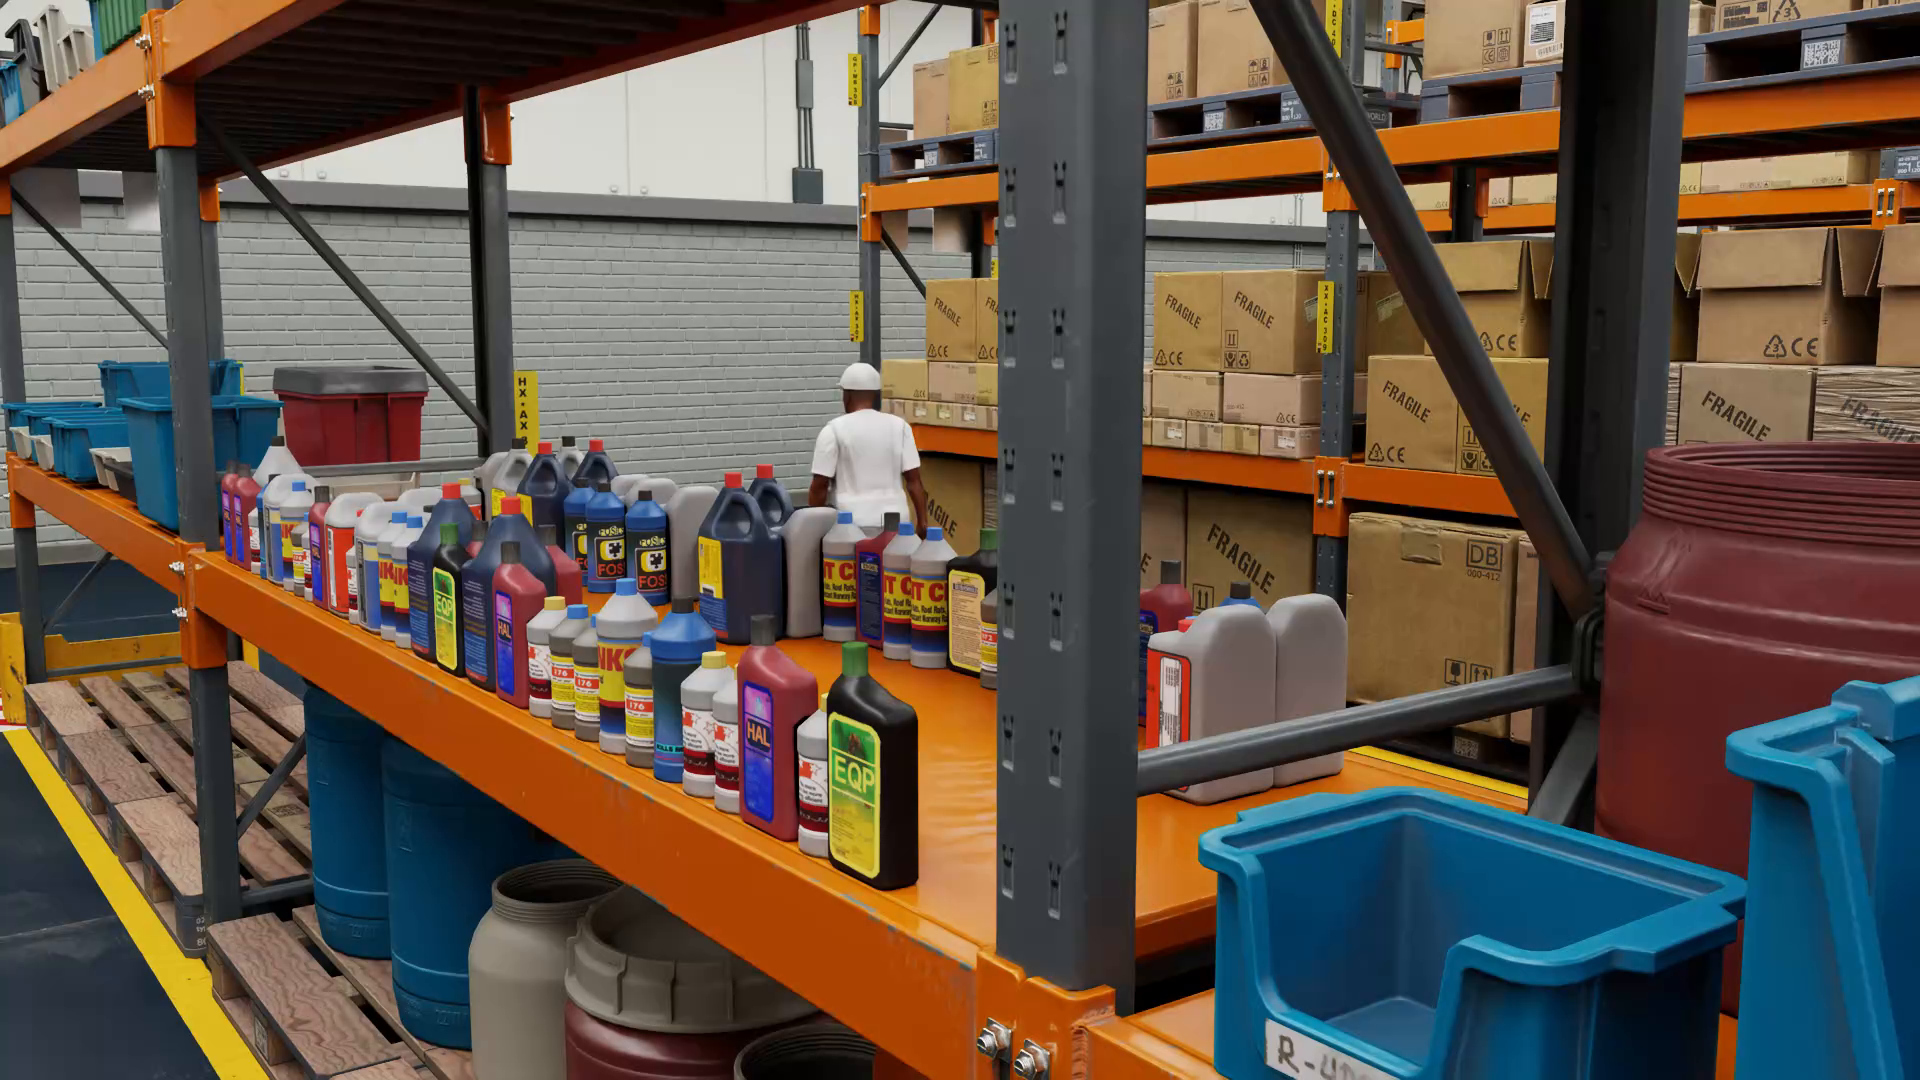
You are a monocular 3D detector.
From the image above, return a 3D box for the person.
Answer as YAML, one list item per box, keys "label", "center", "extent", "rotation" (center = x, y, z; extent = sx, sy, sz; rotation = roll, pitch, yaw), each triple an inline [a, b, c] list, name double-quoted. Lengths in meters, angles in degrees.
- label: "person"
  center: [-0.524, -0.093, 8.881]
  extent: [0.603, 1.698, 1.052]
  rotation: [-5, 9, -32]
